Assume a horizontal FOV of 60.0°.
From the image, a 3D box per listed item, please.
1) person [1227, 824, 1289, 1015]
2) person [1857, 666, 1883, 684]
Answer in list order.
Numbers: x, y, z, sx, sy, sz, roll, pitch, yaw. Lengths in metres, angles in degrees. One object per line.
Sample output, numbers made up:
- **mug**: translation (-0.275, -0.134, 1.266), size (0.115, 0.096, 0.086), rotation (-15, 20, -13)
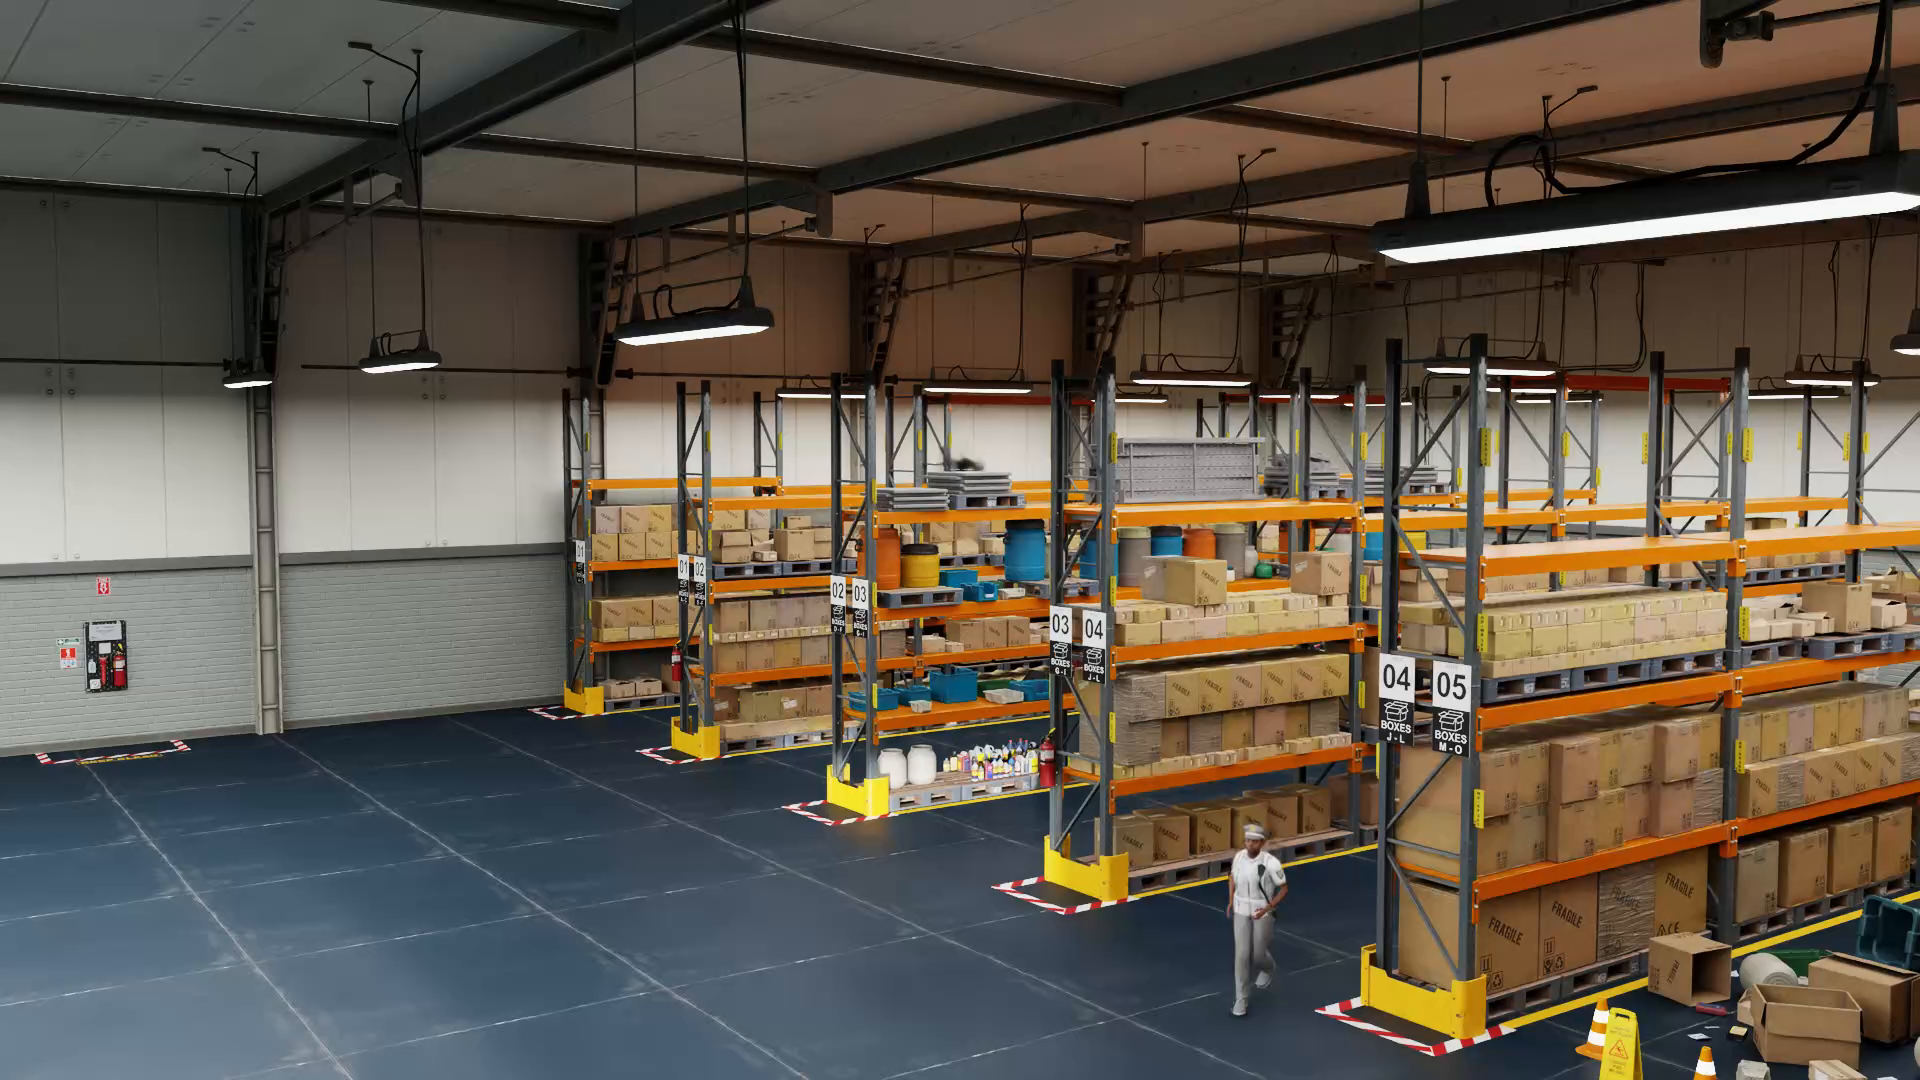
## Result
- **person**: translation (2.681, 3.360, 14.964), size (0.577, 1.679, 0.760), rotation (2, 4, 27)
- **person**: translation (15.469, 2.488, 28.424), size (0.609, 1.693, 0.940), rotation (-1, 4, -16)
